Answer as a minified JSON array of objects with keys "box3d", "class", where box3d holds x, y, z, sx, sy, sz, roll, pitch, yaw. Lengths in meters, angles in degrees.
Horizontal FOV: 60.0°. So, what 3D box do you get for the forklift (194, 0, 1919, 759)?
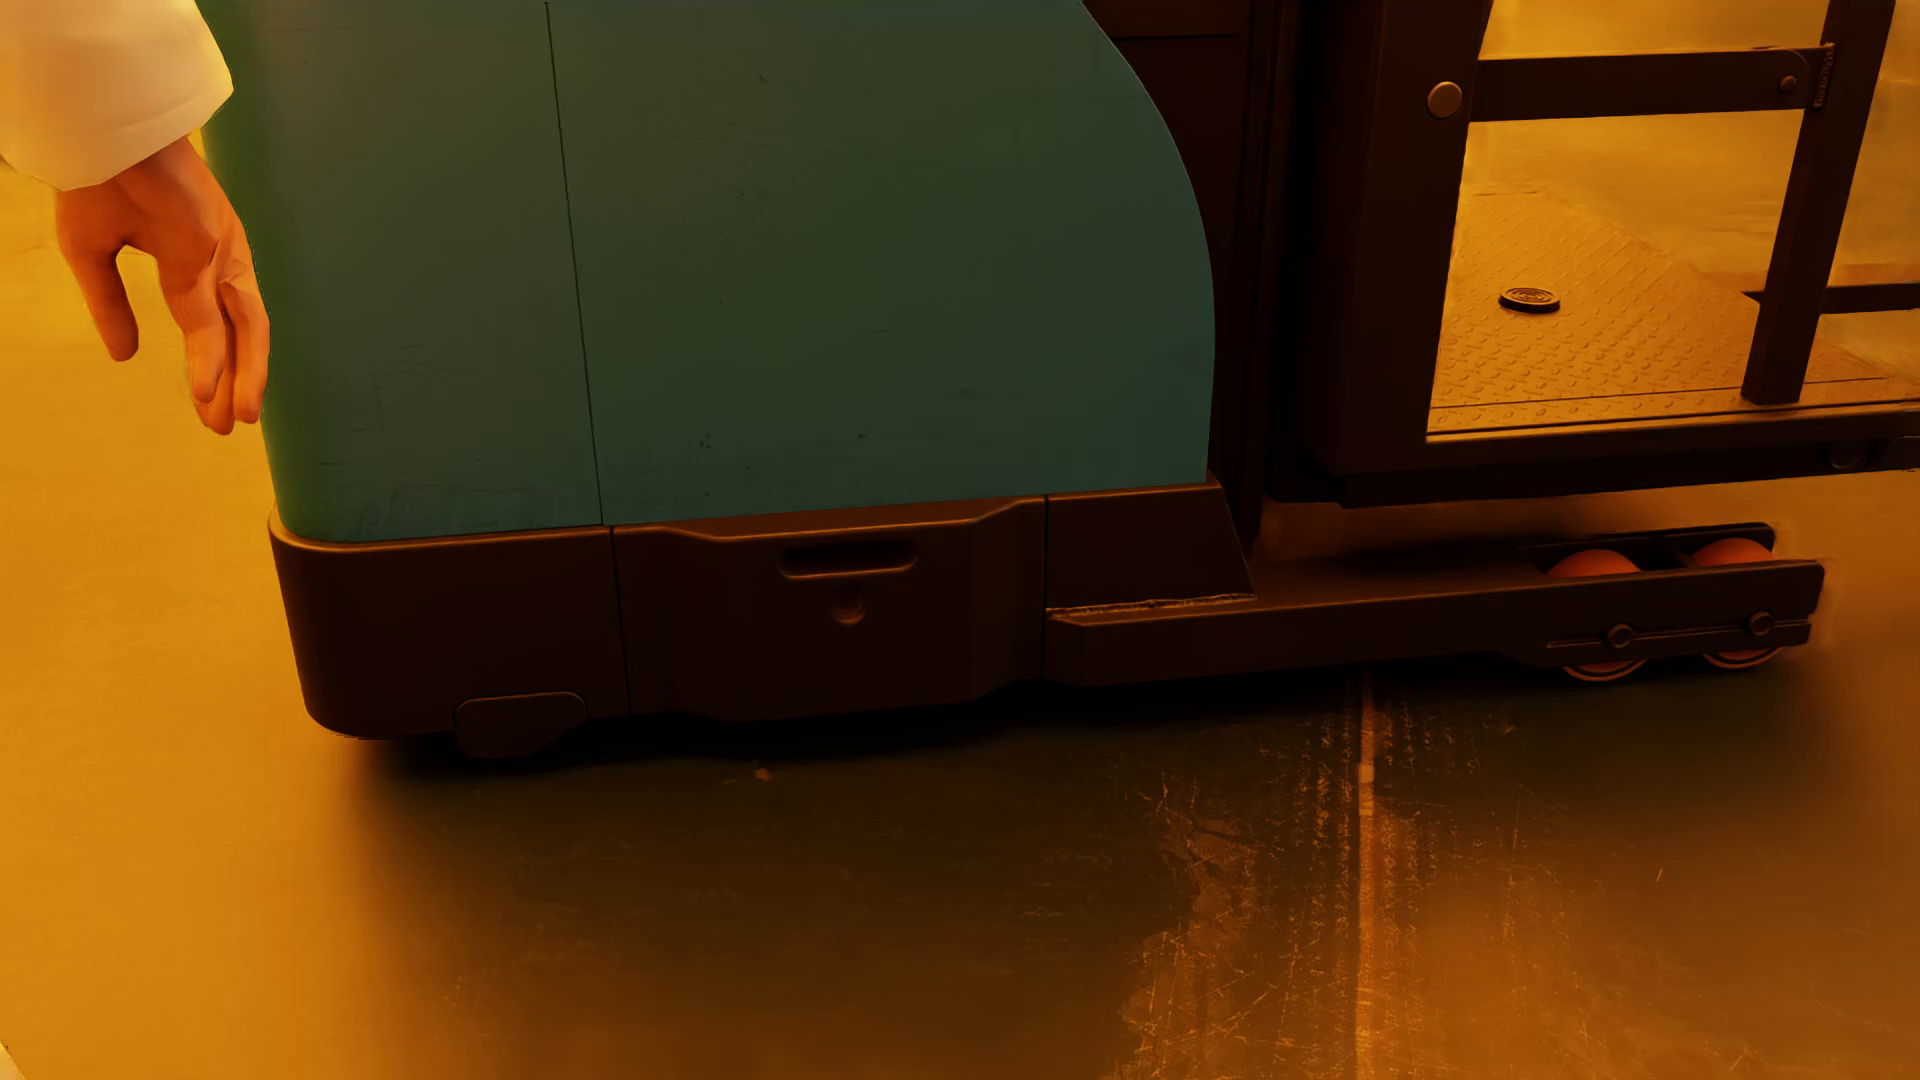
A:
[{"box3d":[0.650,-1.358,1.937,3.031,2.935,1.130,-4,27,-9],"class":"forklift"}]
